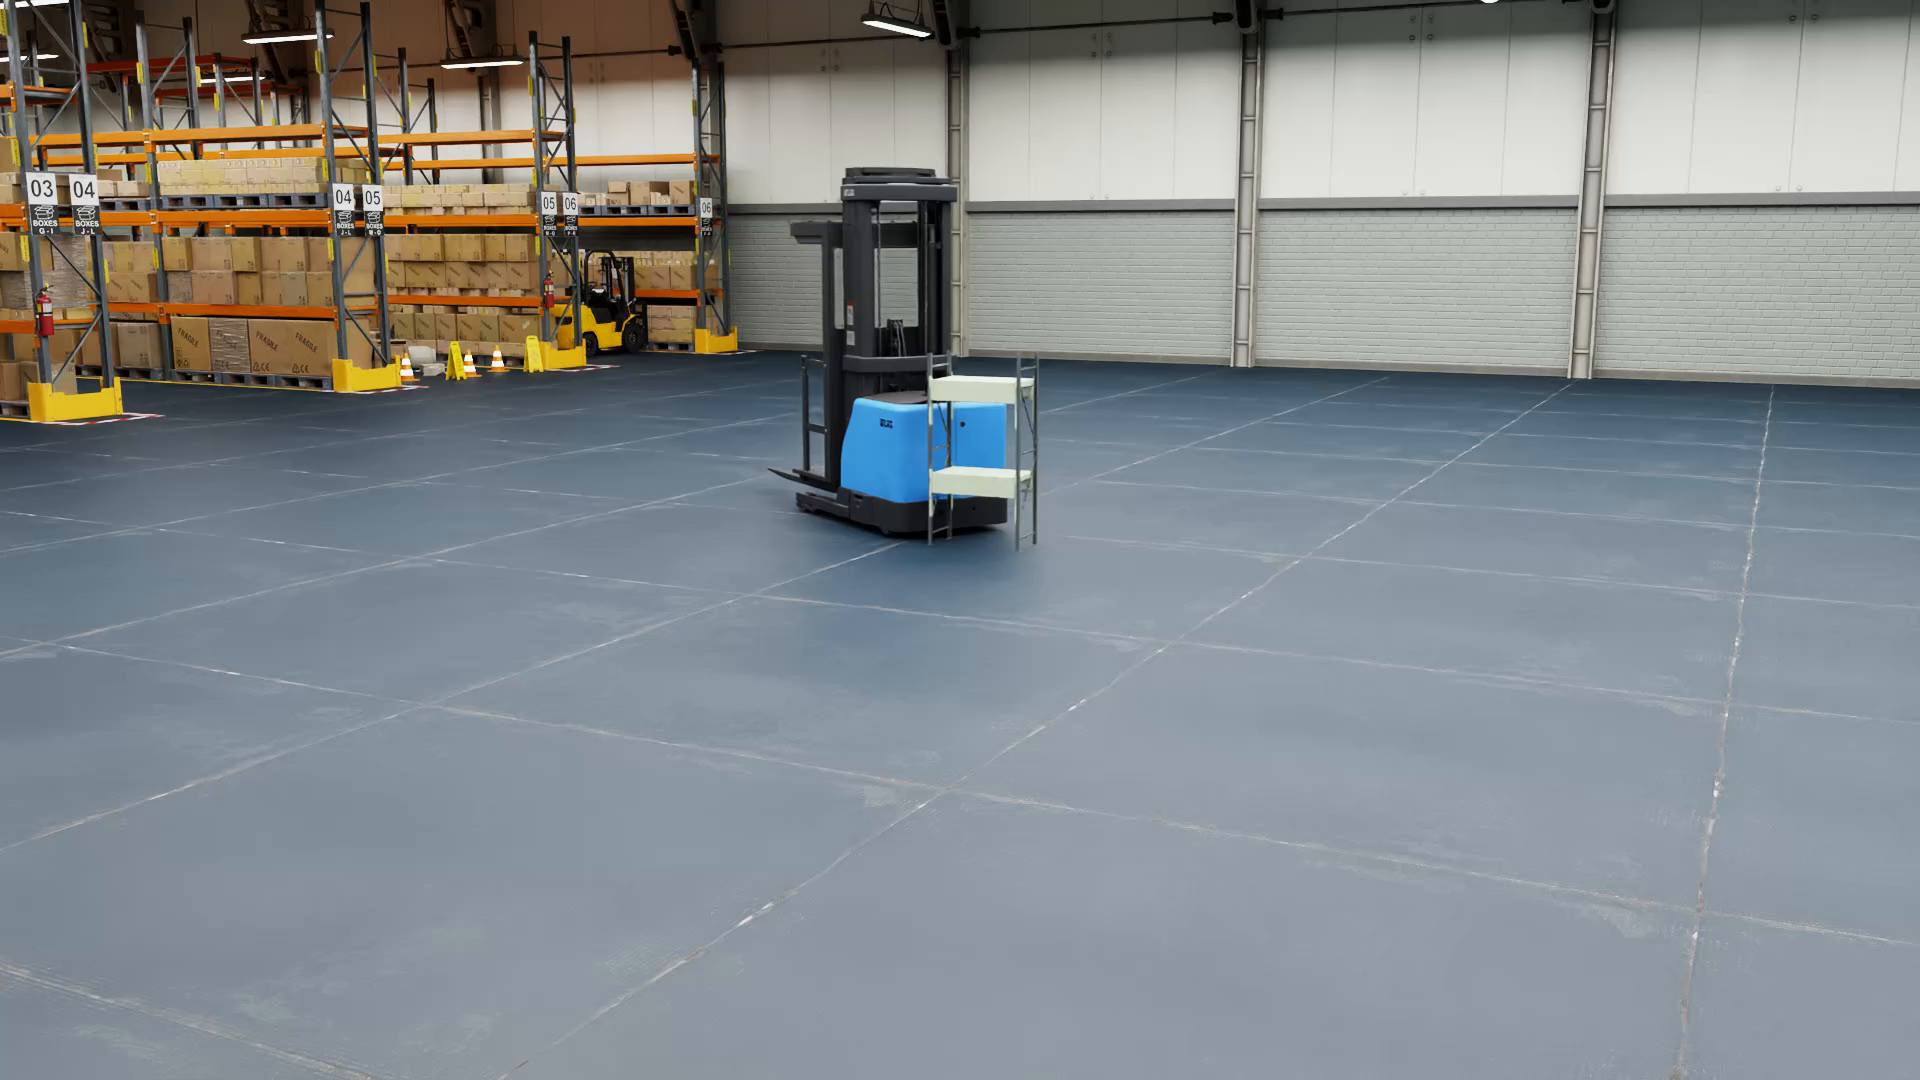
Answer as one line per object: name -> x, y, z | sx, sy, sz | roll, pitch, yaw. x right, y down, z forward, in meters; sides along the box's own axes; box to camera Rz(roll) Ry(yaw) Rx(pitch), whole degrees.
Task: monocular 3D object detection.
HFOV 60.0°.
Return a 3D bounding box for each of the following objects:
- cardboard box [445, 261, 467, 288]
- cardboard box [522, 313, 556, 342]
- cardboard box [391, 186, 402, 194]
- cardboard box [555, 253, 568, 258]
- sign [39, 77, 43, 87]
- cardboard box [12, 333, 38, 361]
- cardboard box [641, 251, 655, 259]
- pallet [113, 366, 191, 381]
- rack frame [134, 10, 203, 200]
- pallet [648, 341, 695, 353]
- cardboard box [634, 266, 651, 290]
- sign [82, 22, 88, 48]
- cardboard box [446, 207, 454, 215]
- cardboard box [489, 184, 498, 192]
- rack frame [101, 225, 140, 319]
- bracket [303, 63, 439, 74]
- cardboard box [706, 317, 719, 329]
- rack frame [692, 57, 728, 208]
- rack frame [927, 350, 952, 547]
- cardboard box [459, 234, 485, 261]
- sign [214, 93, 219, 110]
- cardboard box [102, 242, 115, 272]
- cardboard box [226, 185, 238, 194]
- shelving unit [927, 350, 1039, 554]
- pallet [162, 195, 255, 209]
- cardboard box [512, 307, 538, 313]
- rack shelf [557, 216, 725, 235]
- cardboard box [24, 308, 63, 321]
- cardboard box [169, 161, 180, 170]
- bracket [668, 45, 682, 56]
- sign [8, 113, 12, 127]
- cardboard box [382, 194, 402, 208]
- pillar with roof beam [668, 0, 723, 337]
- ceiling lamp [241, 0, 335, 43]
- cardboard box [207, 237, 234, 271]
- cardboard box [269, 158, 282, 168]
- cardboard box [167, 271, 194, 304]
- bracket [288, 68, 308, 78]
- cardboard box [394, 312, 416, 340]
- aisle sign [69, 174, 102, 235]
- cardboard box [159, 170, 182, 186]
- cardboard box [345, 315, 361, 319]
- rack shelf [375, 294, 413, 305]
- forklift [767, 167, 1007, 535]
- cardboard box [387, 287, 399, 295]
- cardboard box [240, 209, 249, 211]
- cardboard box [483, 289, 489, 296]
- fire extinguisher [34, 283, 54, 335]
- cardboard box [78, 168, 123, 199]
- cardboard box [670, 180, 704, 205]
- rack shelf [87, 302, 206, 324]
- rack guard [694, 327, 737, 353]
cardboard box -> -9.351, -5.020, 31.430 | 0.500, 0.500, 0.500 | 5, 11, 26
cardboard box -> -8.025, -4.035, 31.538 | 0.500, 0.500, 0.500 | 5, 11, 24
cardboard box -> -10.605, -6.670, 31.705 | 0.250, 0.149, 0.380 | 5, 12, 28
cardboard box -> -8.642, -6.253, 36.422 | 0.250, 0.149, 0.380 | 5, 12, 27
sign -> -16.434, -8.113, 29.723 | 0.005, 0.325, 0.100 | 5, 11, 26
cardboard box -> -16.170, -3.572, 29.681 | 0.750, 0.750, 1.050 | 5, 11, 25
cardboard box -> -6.579, -6.070, 35.410 | 0.250, 0.149, 0.380 | 5, 12, 27
pallet -> -13.814, -2.896, 28.639 | 1.213, 0.211, 1.003 | 5, 11, 26
rack frame -> -13.089, -7.171, 27.587 | 0.127, 3.000, 1.000 | 5, 11, 26
pallet -> -5.914, -4.177, 35.718 | 1.213, 0.211, 1.003 | 5, 11, 26
cardboard box -> -6.688, -5.625, 35.604 | 0.500, 0.500, 0.500 | 5, 11, 25
sign -> -11.547, -6.657, 21.901 | 0.005, 0.325, 0.100 | 5, 11, 26
cardboard box -> -9.434, -6.185, 31.263 | 0.250, 0.149, 0.380 | 5, 11, 26
cardboard box -> -8.492, -6.499, 30.760 | 0.250, 0.149, 0.380 | 5, 11, 26
rack frame -> -18.164, -5.648, 36.017 | 0.127, 3.000, 1.000 | 5, 11, 26
bracket -> -13.656, -11.070, 39.019 | 4.783, 0.066, 0.076 | 5, 11, 26
cardboard box -> -5.539, -4.666, 35.725 | 0.500, 0.250, 0.500 | 5, 12, 27
rack frame -> -5.209, -8.448, 34.639 | 0.127, 3.000, 1.000 | 5, 11, 26
rack frame -> -0.157, -0.717, 12.982 | 0.023, 1.500, 0.400 | 5, 11, 24
cardboard box -> -8.911, -5.461, 31.055 | 0.500, 0.500, 0.700 | 5, 11, 25
sign -> -14.819, -8.734, 33.152 | 0.005, 0.325, 0.100 | 5, 11, 26
cardboard box -> -14.452, -4.879, 28.677 | 0.500, 0.500, 0.700 | 5, 11, 26
cardboard box -> -11.549, -5.625, 26.710 | 0.250, 0.149, 0.380 | 5, 11, 27
shelving unit -> 0.177, -0.691, 12.836 | 0.755, 1.500, 0.431 | 5, 11, 24
pallet -> -12.360, -5.586, 27.497 | 1.213, 0.211, 1.003 | 5, 11, 26
cardboard box -> -9.962, -4.951, 37.651 | 0.625, 0.625, 0.875 | 5, 11, 25
rack shelf -> -7.003, -6.775, 35.841 | 4.000, 0.370, 1.077 | 5, 11, 26
cardboard box -> -12.134, -2.986, 22.011 | 0.250, 0.149, 0.380 | 5, 11, 26
cardboard box -> -12.683, -6.117, 27.191 | 0.250, 0.149, 0.380 | 5, 11, 25
bracket -> -5.964, -10.394, 35.285 | 0.430, 0.232, 0.235 | 5, 11, 26
sign -> -21.498, -9.500, 37.606 | 0.005, 0.325, 0.100 | 5, 11, 26
cardboard box -> -10.716, -6.488, 31.820 | 0.500, 0.250, 0.500 | 5, 11, 25
pillar with roof beam -> -7.340, -7.959, 31.939 | 0.548, 9.000, 9.100 | 5, 11, 26
ceiling lamp -> -11.835, -10.483, 29.493 | 2.000, 3.185, 0.800 | 5, 11, 26
cardboard box -> -11.805, -4.701, 27.328 | 0.550, 0.550, 0.875 | 5, 11, 26
cardboard box -> -10.640, -5.937, 26.198 | 0.250, 0.149, 0.380 | 5, 12, 27
cardboard box -> -12.753, -4.266, 27.958 | 0.550, 0.550, 0.875 | 5, 11, 26
bracket -> -15.981, -11.274, 40.148 | 0.430, 0.232, 0.235 | 5, 11, 26
cardboard box -> -10.580, -4.151, 32.179 | 0.500, 0.500, 0.500 | 6, 12, 29
aisle sign -> -11.599, -4.442, 22.053 | 0.004, 0.787, 0.394 | 5, 11, 26
cardboard box -> -12.775, -5.941, 27.335 | 0.500, 0.250, 0.500 | 5, 11, 26
cardboard box -> -14.247, -5.222, 39.499 | 0.500, 0.500, 0.500 | 5, 11, 24
rack shelf -> -12.783, -4.822, 33.468 | 4.000, 0.370, 1.077 | 5, 11, 26
forklift -> -0.783, -1.702, 14.405 | 1.130, 2.935, 3.031 | -6, 12, -29
cardboard box -> -10.849, -4.818, 32.136 | 0.250, 0.149, 0.380 | 5, 11, 26
cardboard box -> -14.369, -6.634, 33.743 | 0.250, 0.149, 0.380 | 5, 11, 26
cardboard box -> -8.741, -4.658, 31.252 | 0.250, 0.149, 0.380 | 5, 11, 27
fire extinguisher -> -11.888, -2.999, 21.597 | 0.183, 0.674, 0.296 | 5, 11, 26
cardboard box -> -14.993, -6.223, 29.031 | 0.500, 0.500, 0.500 | 5, 11, 26
cardboard box -> -5.714, -7.273, 34.829 | 0.500, 0.500, 0.500 | 5, 12, 28
rack shelf -> -14.883, -4.023, 29.056 | 4.000, 0.370, 1.077 | 5, 11, 26
rack guard -> -5.188, -4.264, 35.386 | 0.348, 0.500, 1.175 | 5, 11, 26
